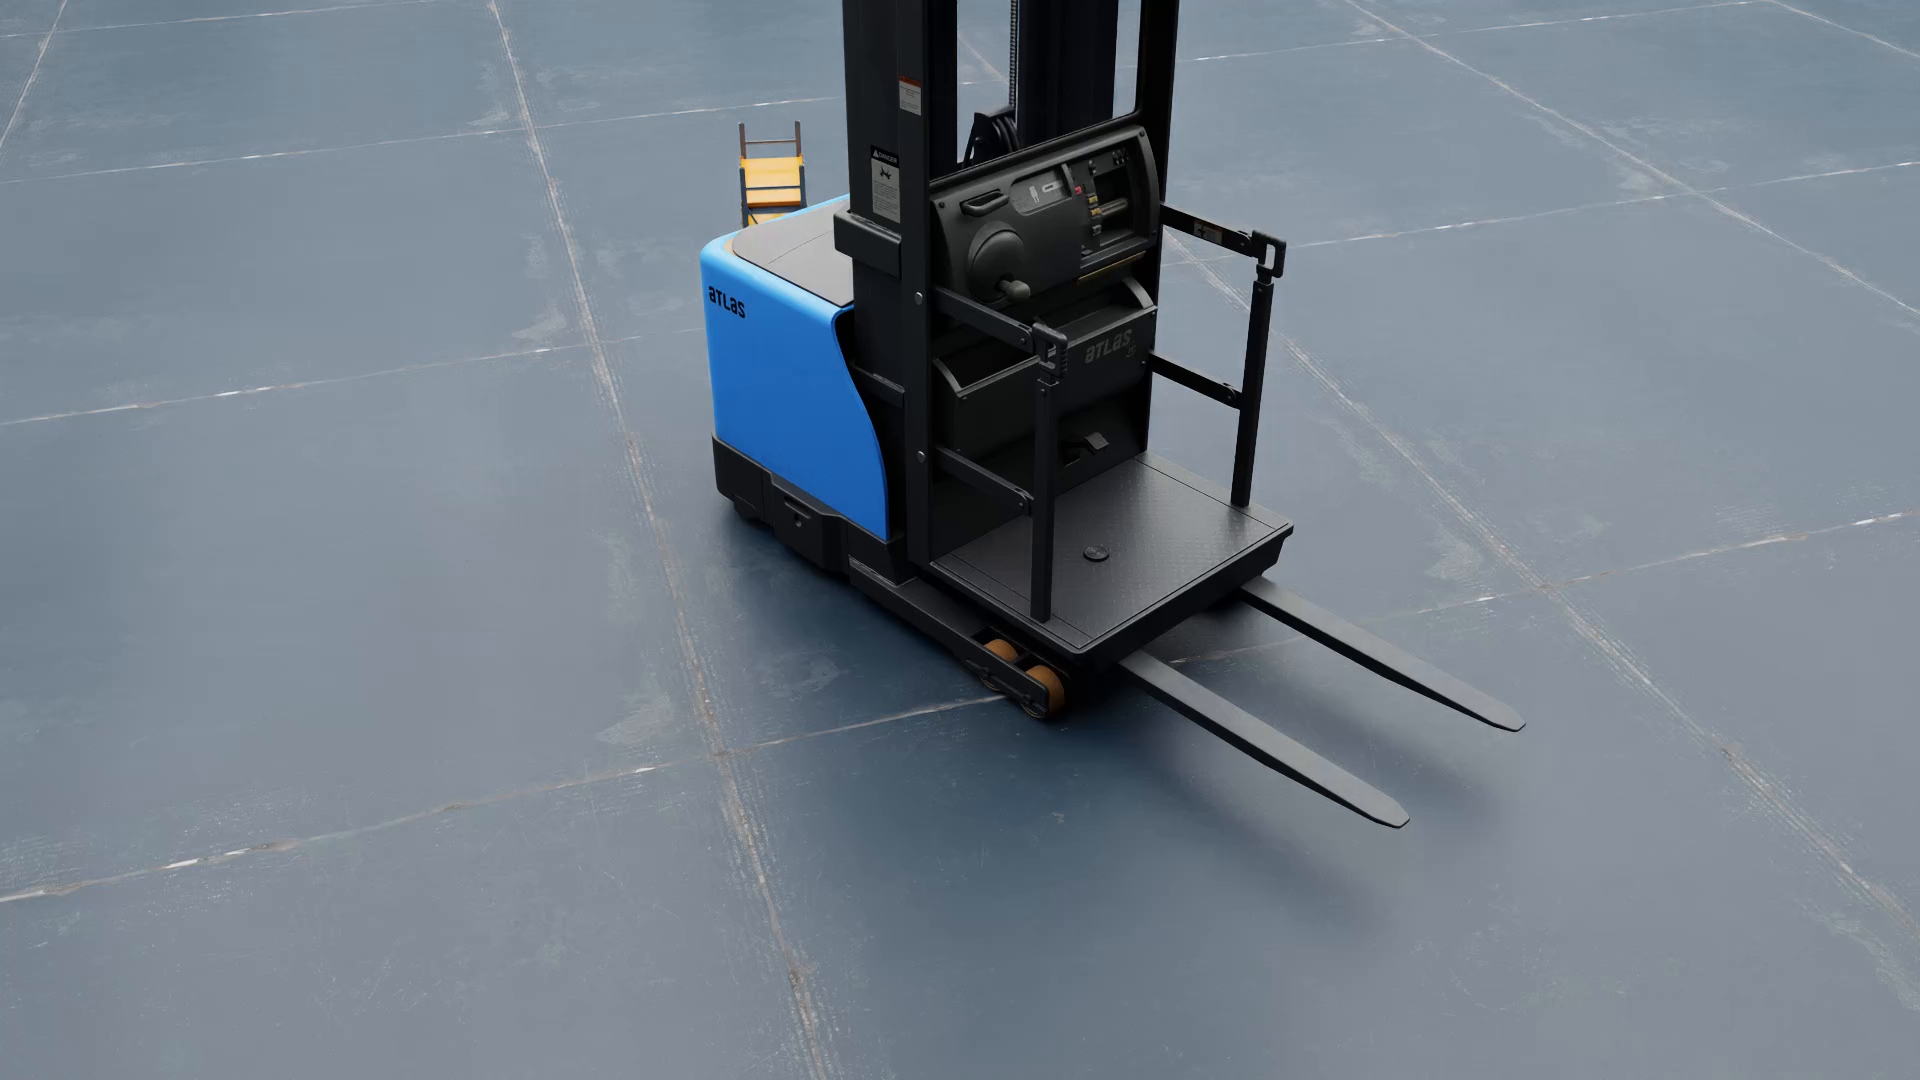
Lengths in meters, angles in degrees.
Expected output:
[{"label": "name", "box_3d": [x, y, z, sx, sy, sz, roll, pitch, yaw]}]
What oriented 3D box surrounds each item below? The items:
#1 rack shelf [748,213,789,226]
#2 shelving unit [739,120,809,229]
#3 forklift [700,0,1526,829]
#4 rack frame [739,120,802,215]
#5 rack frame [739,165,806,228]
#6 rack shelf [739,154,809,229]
[{"label": "rack shelf", "box_3d": [-0.726, -1.149, 6.617, 0.258, 0.148, 0.480, -4, 34, -5]}, {"label": "shelving unit", "box_3d": [-0.726, -1.019, 6.703, 0.258, 1.200, 0.503, -4, 34, -5]}, {"label": "forklift", "box_3d": [0.431, -0.969, 5.058, 1.130, 2.935, 3.031, -27, 42, -35]}, {"label": "rack frame", "box_3d": [-0.754, -1.152, 6.906, 0.240, 1.200, 0.015, -4, 34, -5]}, {"label": "rack frame", "box_3d": [-0.699, -0.885, 6.501, 0.240, 1.200, 0.015, -4, 34, -5]}, {"label": "rack shelf", "box_3d": [-0.726, -1.347, 6.487, 0.258, 0.148, 0.480, -4, 34, -5]}]
